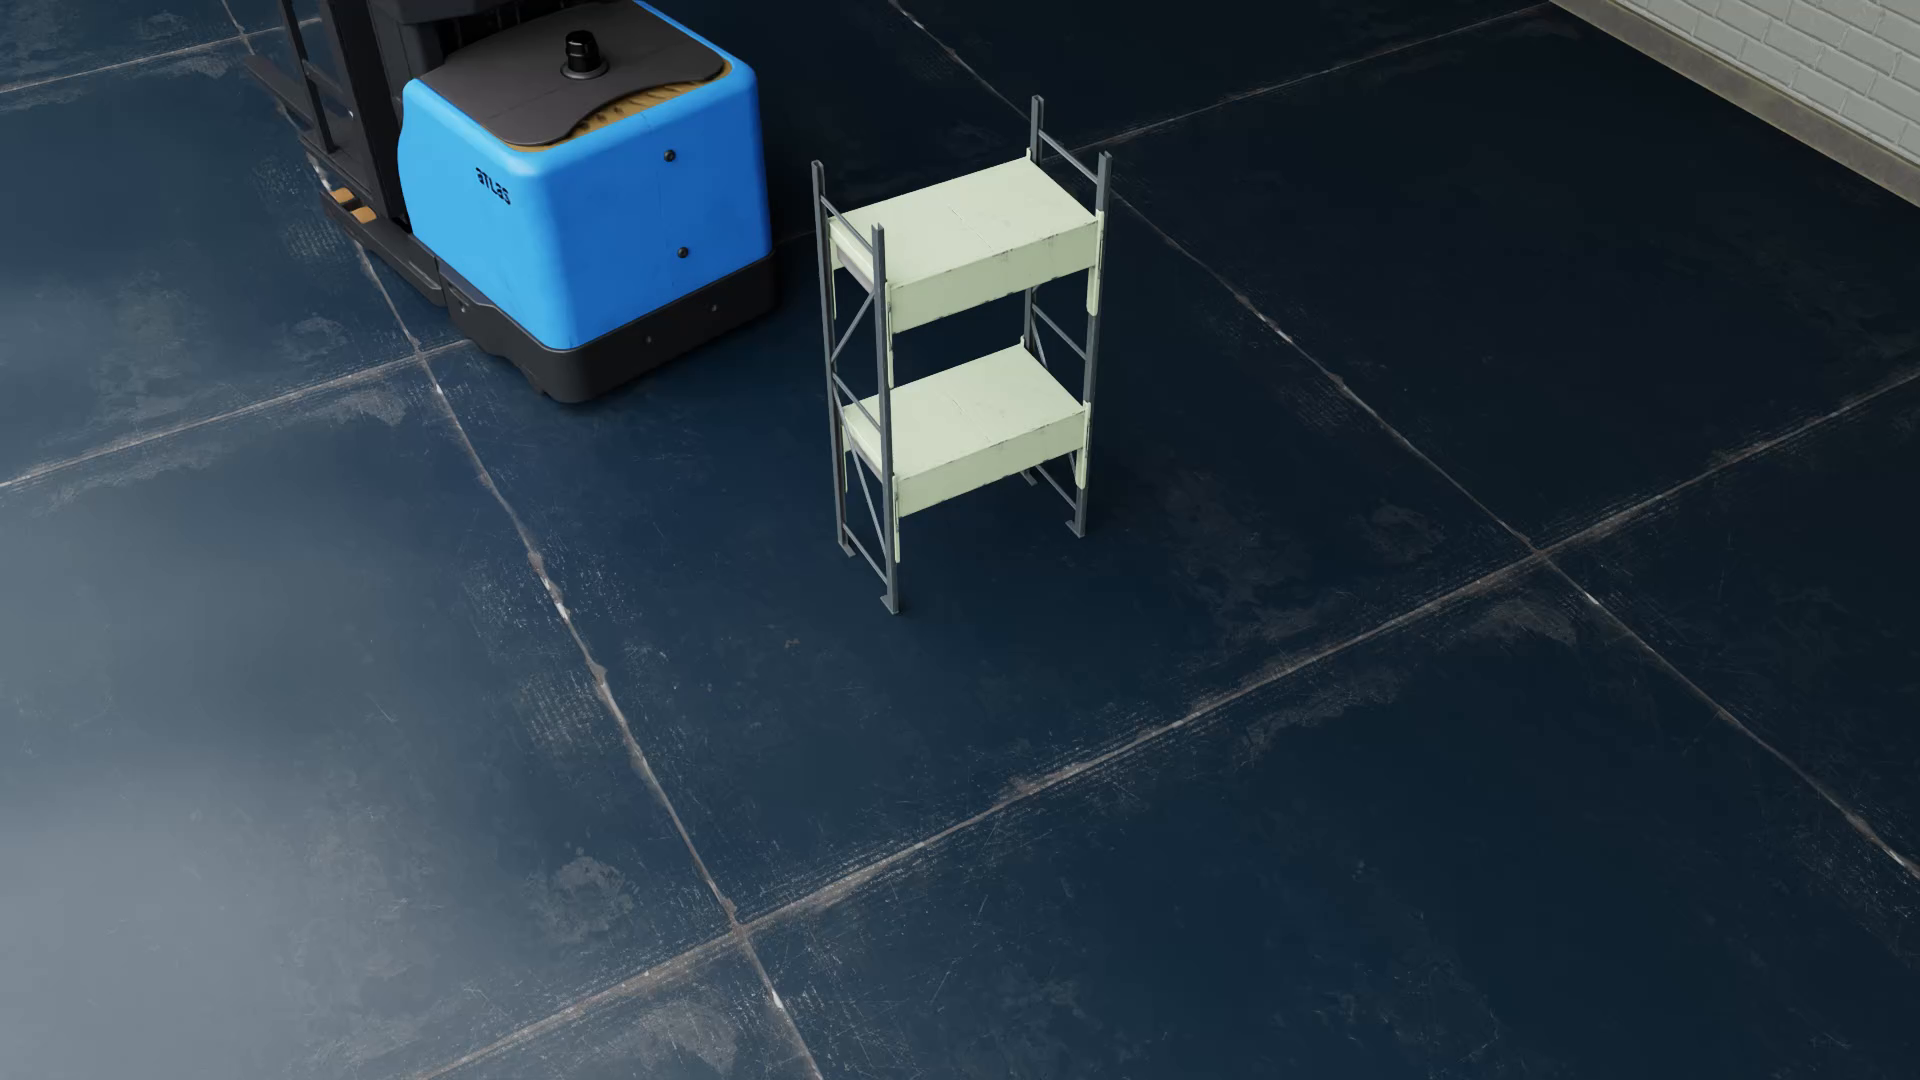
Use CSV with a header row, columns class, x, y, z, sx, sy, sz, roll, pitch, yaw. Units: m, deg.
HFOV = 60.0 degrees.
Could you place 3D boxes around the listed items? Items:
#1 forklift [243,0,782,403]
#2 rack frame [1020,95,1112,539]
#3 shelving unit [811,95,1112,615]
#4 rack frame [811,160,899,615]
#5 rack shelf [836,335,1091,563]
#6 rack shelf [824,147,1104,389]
class,x,y,z,sx,sy,sz,roll,pitch,yaw
forklift,-2.073,-2.503,6.224,1.130,2.935,3.031,-32,53,-29
rack frame,0.323,-0.668,5.361,0.023,1.500,0.400,-22,48,-21
shelving unit,0.006,-0.541,5.230,0.755,1.500,0.431,-22,48,-21
rack frame,-0.312,-0.414,5.099,0.023,1.500,0.400,-22,48,-21
rack shelf,0.006,-0.307,5.457,0.720,0.370,0.431,-22,48,-21
rack shelf,0.006,-0.821,4.958,0.720,0.370,0.431,-22,48,-21
